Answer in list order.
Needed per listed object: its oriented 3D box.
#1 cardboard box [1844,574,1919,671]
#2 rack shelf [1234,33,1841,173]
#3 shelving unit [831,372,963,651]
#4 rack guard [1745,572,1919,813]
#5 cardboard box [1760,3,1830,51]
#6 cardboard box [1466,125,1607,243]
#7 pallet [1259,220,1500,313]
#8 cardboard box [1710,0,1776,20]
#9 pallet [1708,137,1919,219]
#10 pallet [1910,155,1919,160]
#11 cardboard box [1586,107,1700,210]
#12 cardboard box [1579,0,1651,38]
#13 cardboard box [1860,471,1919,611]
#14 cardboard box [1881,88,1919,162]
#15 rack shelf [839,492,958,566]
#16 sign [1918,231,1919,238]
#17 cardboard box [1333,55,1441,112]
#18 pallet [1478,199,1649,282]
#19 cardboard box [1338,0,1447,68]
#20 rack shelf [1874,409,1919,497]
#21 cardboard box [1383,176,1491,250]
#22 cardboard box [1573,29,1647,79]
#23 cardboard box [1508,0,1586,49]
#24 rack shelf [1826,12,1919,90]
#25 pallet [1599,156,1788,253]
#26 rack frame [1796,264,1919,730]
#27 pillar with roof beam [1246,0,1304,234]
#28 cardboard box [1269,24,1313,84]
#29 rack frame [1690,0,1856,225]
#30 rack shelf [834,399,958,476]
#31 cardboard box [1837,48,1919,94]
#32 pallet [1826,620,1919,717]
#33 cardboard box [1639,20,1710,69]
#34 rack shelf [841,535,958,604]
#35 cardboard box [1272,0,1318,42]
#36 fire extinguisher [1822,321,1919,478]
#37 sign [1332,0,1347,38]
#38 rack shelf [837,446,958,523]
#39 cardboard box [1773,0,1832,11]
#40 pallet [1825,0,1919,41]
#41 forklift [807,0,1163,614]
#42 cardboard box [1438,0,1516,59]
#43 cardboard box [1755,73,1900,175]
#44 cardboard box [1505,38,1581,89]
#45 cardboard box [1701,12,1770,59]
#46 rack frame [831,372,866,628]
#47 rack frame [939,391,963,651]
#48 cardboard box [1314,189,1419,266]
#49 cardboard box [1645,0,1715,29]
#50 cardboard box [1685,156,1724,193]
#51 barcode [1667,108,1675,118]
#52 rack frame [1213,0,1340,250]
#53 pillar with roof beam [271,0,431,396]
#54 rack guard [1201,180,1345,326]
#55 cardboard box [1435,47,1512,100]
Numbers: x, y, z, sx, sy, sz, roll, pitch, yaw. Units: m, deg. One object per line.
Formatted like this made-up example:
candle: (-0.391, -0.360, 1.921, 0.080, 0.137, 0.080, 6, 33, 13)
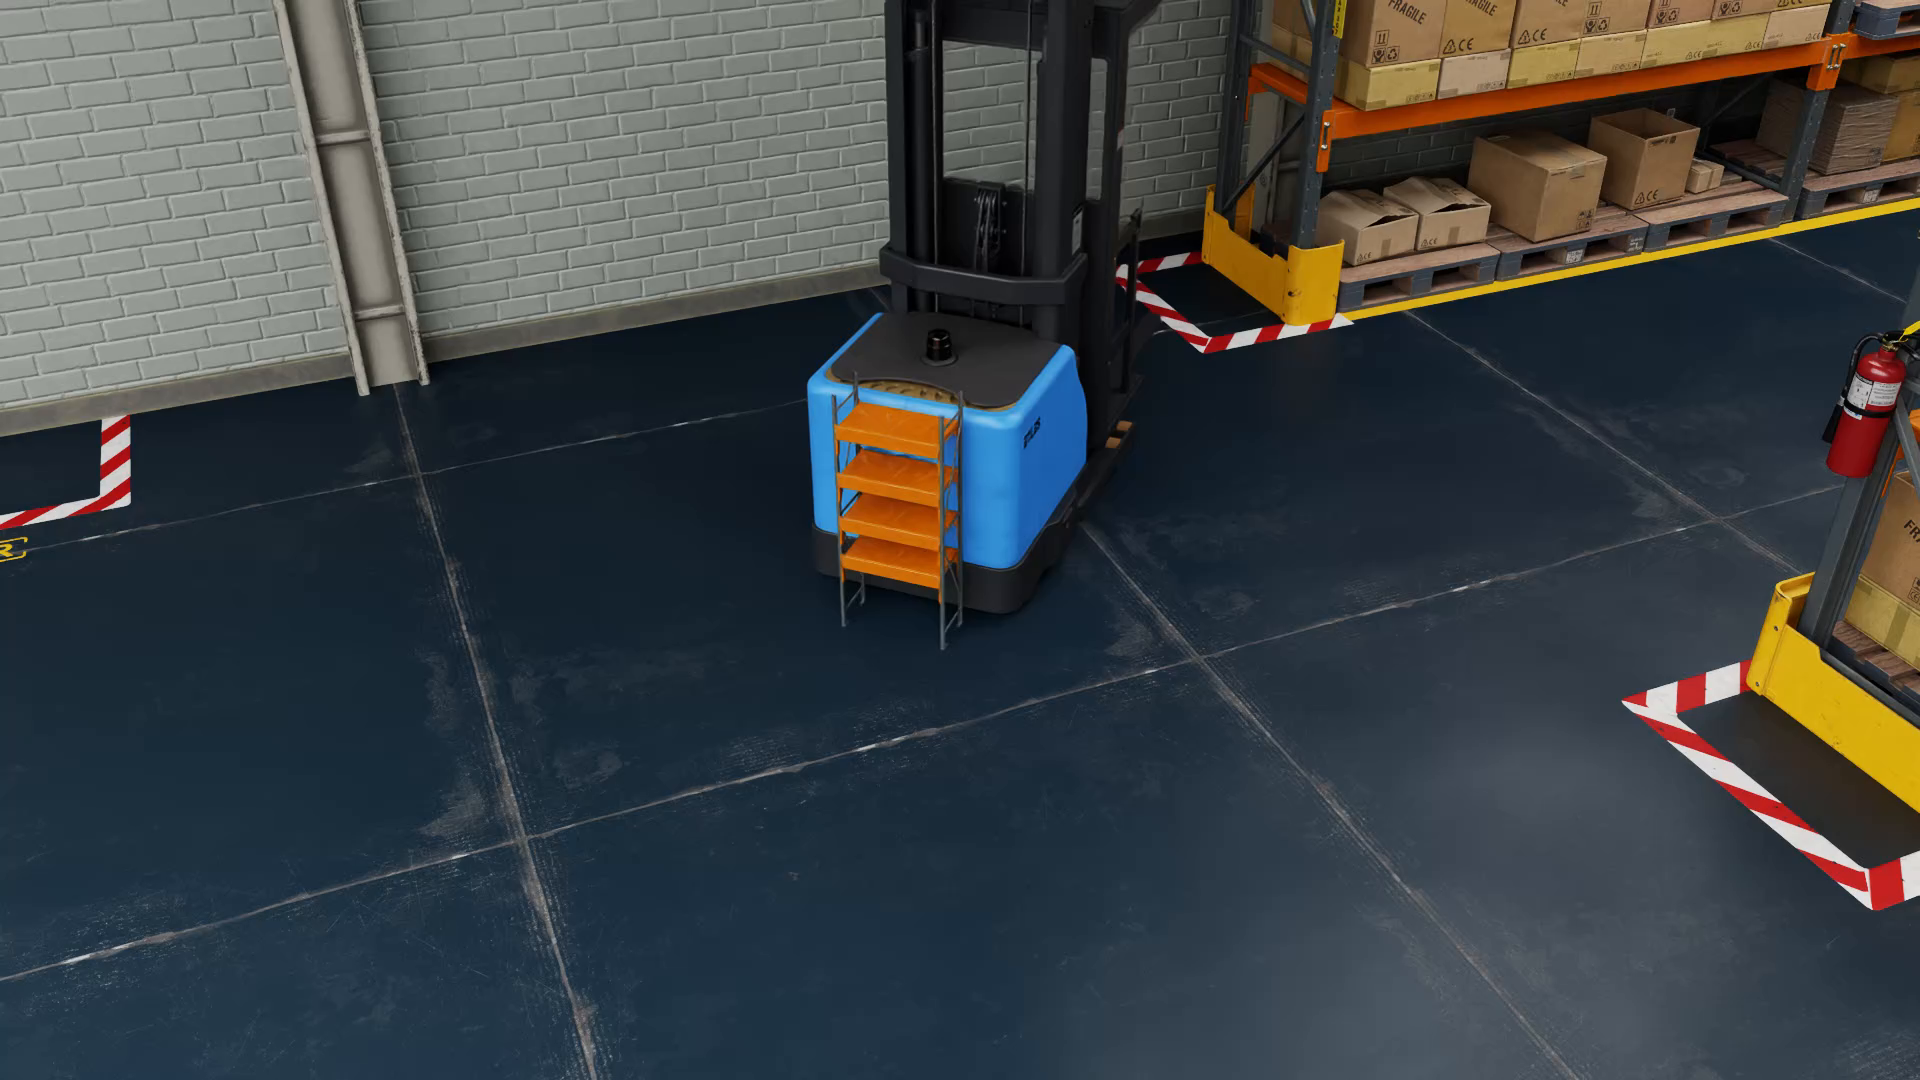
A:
cardboard box: (4.211, 0.321, 7.142, 0.500, 0.250, 0.500, -13, 35, -19)
rack shelf: (3.754, -3.005, 10.777, 4.000, 0.370, 1.077, -13, 35, -19)
shelving unit: (-0.264, -0.113, 7.324, 0.503, 1.200, 0.258, 12, 35, 18)
rack guard: (3.809, 0.659, 6.779, 0.348, 0.500, 1.175, -13, 35, -19)
cardboard box: (5.279, -3.422, 10.877, 0.500, 0.250, 0.500, -13, 35, -19)
cardboard box: (3.804, -2.372, 11.033, 0.500, 0.500, 0.700, -15, 36, -22)
pallet: (2.743, -1.885, 10.953, 1.213, 0.211, 1.003, -13, 35, -19)
cardboard box: (4.824, -3.625, 10.502, 0.500, 0.500, 0.500, -13, 35, -19)
pallet: (6.315, -2.725, 12.244, 1.213, 0.211, 1.003, -13, 35, -19)
pallet: (7.442, -2.984, 12.643, 1.213, 0.211, 1.003, -13, 35, -19)
cardboard box: (4.657, -2.626, 11.424, 0.500, 0.500, 0.500, -16, 36, -22)
cardboard box: (3.876, -3.414, 10.178, 0.500, 0.500, 0.500, -12, 35, -17)
cardboard box: (4.210, 0.006, 6.940, 0.500, 0.500, 0.500, -13, 35, -19)
cardboard box: (6.727, -3.163, 12.250, 0.500, 0.500, 0.700, -14, 35, -20)
rack shelf: (-0.264, -0.057, 7.360, 0.480, 0.148, 0.258, 12, 35, 18)
sign: (3.634, -1.254, 6.148, 0.005, 0.325, 0.100, -13, 35, -19)
cardboard box: (2.483, -2.773, 9.880, 0.500, 0.250, 0.500, -14, 36, -20)
pallet: (3.866, -2.140, 11.346, 1.213, 0.211, 1.003, -13, 35, -19)
cardboard box: (2.466, -3.093, 9.685, 0.500, 0.500, 0.500, -13, 35, -19)
rack shelf: (5.675, -0.514, 6.950, 4.000, 0.370, 1.077, -13, 35, -19)
cardboard box: (3.108, -2.162, 10.885, 0.500, 0.311, 0.500, -10, 34, -15)
cardboard box: (3.895, -3.100, 10.383, 0.500, 0.250, 0.500, -13, 35, -19)
cardboard box: (3.405, -3.299, 10.001, 0.500, 0.500, 0.500, -14, 36, -20)
rack shelf: (7.442, -3.849, 12.075, 4.000, 0.370, 1.077, -13, 35, -19)
pallet: (4.993, -2.400, 11.745, 1.213, 0.211, 1.003, -13, 35, -19)
rack frame: (3.831, -0.394, 6.105, 0.127, 3.000, 1.000, -13, 35, -19)
pillar with roof beam: (3.887, -3.816, 5.864, 0.400, 9.000, 9.100, -13, 35, -19)
cardboard box: (2.266, -3.026, 10.269, 0.500, 0.250, 0.500, -12, 35, -18)
rack frame: (5.598, -3.728, 11.230, 0.127, 3.000, 1.000, -13, 35, -19)
rack shelf: (-0.264, -0.442, 7.109, 0.480, 0.148, 0.258, 12, 35, 18)
cardboard box: (6.675, -3.438, 11.984, 0.500, 0.250, 0.500, -14, 35, -20)
pallet: (4.520, 0.593, 7.146, 1.213, 0.211, 1.003, -13, 35, -19)
cardboard box: (4.358, -3.207, 10.547, 0.500, 0.250, 0.500, -13, 35, -19)
rack shelf: (-0.264, 0.110, 7.469, 0.480, 0.148, 0.258, 12, 35, 18)
cardboard box: (2.262, -3.350, 10.080, 0.500, 0.500, 0.500, -13, 35, -19)
fire extinguisher: (3.542, -0.570, 6.446, 0.183, 0.674, 0.296, -13, 35, -19)
sign: (2.120, -2.974, 9.277, 0.005, 0.325, 0.100, -13, 35, -19)
rack shelf: (-0.264, -0.244, 7.238, 0.480, 0.148, 0.258, 12, 35, 18)
cardboard box: (5.282, -3.733, 10.668, 0.500, 0.500, 0.500, -13, 35, -19)
pallet: (6.359, -3.736, 11.418, 1.213, 0.211, 1.003, -13, 35, -19)
forklift: (0.320, -1.686, 8.153, 1.130, 2.935, 3.031, 12, 35, 18)
cardboard box: (2.926, -3.193, 9.838, 0.500, 0.500, 0.500, -13, 35, -19)
cardboard box: (6.270, -3.029, 12.043, 0.500, 0.500, 0.700, -12, 35, -17)
cardboard box: (3.428, -2.994, 10.221, 0.500, 0.250, 0.500, -13, 35, -20)
cardboard box: (4.816, -3.320, 10.722, 0.500, 0.250, 0.500, -13, 35, -19)
rack frame: (-0.491, -0.161, 7.398, 0.015, 1.200, 0.240, 12, 35, 18)
rack frame: (-0.036, -0.065, 7.249, 0.015, 1.200, 0.240, 12, 35, 18)
cardboard box: (2.583, -2.042, 10.700, 0.500, 0.311, 0.500, -17, 37, -24)
cardboard box: (4.355, -3.524, 10.347, 0.500, 0.500, 0.500, -14, 36, -20)
cardboard box: (5.116, -2.597, 11.686, 0.250, 0.166, 0.380, -18, 37, -25)
barcode: (5.007, -3.006, 11.715, 0.075, 0.075, 0.001, -13, 35, -19)
rack frame: (1.910, -2.884, 9.932, 0.127, 3.000, 1.000, -13, 35, -19)
pillar with roof beam: (-1.645, -2.550, 3.917, 0.400, 9.000, 9.100, -13, 35, -19)
rack guard: (1.980, -1.852, 10.638, 0.348, 0.500, 1.175, -13, 35, -19)
cardboard box: (2.956, -2.890, 10.060, 0.500, 0.250, 0.500, -14, 36, -20)
